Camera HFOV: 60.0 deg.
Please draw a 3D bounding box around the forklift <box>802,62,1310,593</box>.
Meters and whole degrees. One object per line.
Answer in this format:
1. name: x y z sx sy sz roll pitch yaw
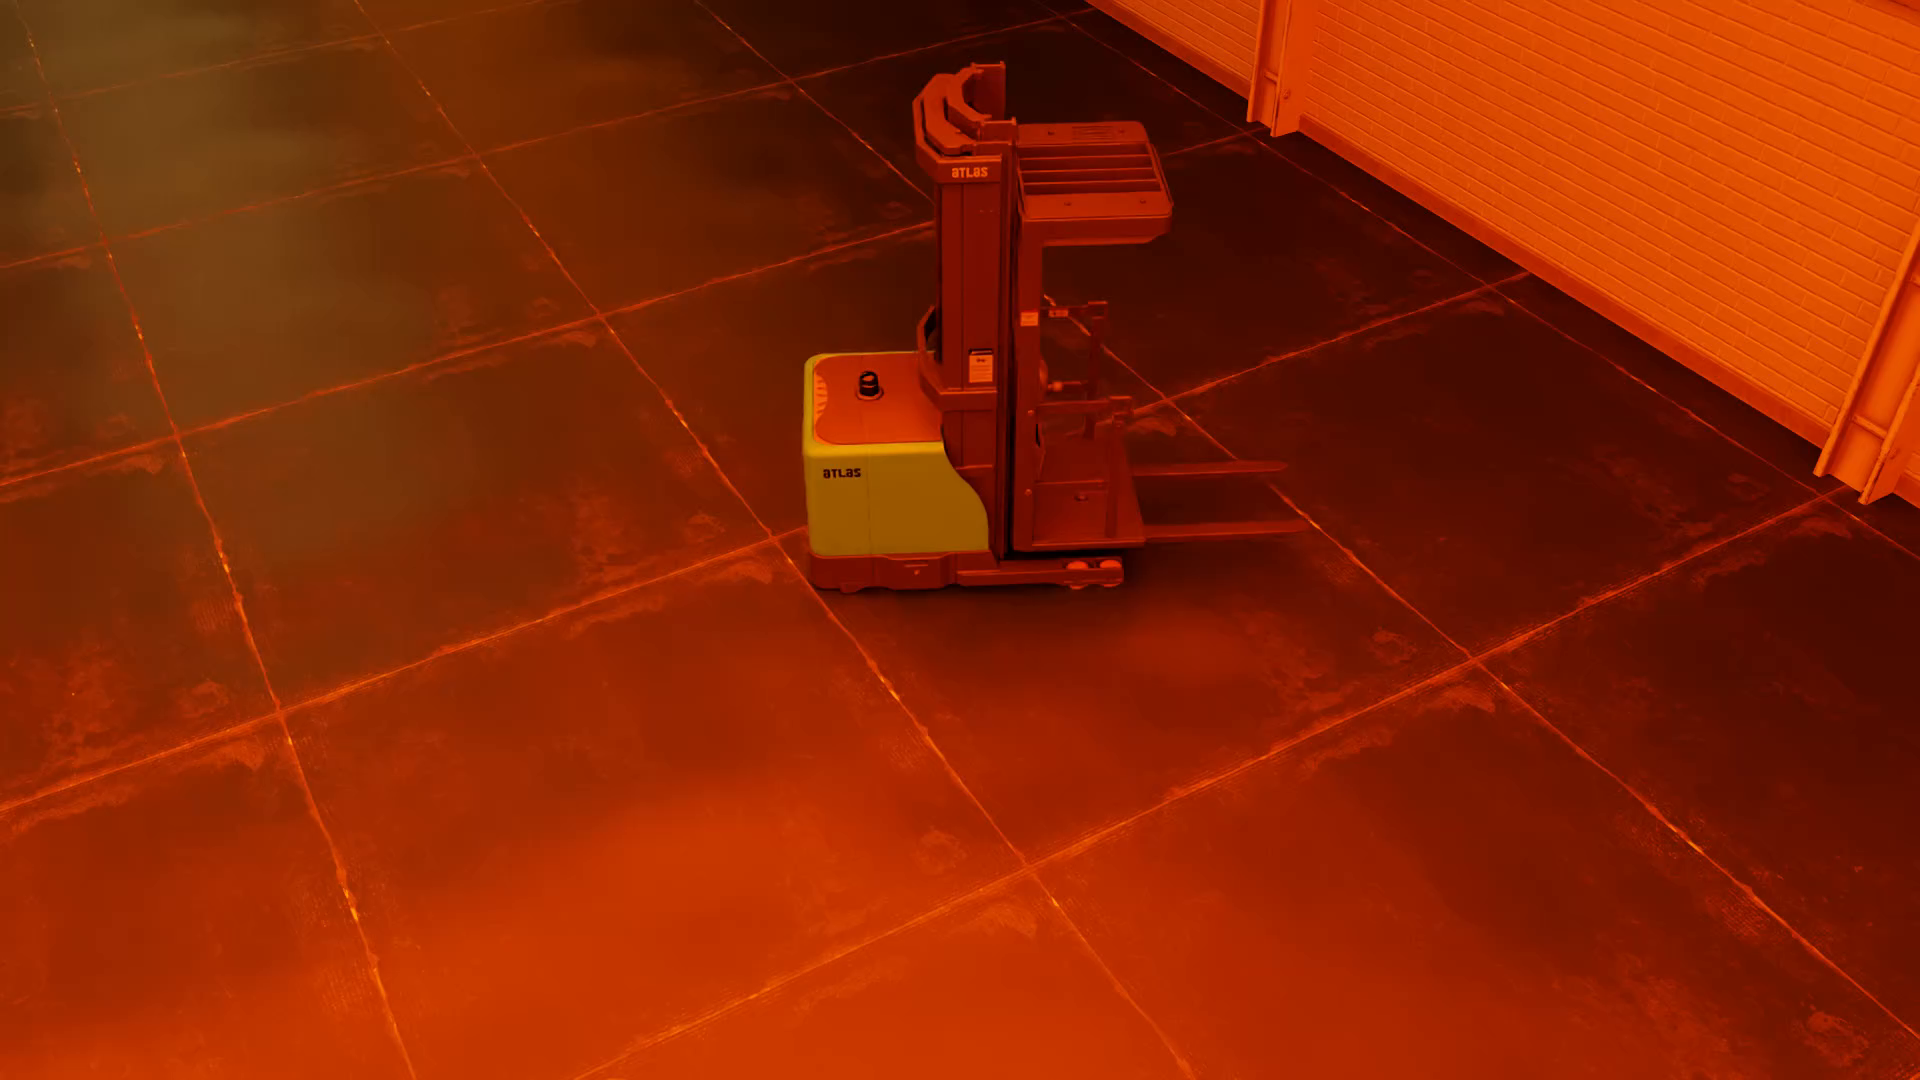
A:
1. forklift: 0.587 -1.174 9.452 3.031 2.935 1.130 -2 40 -3
